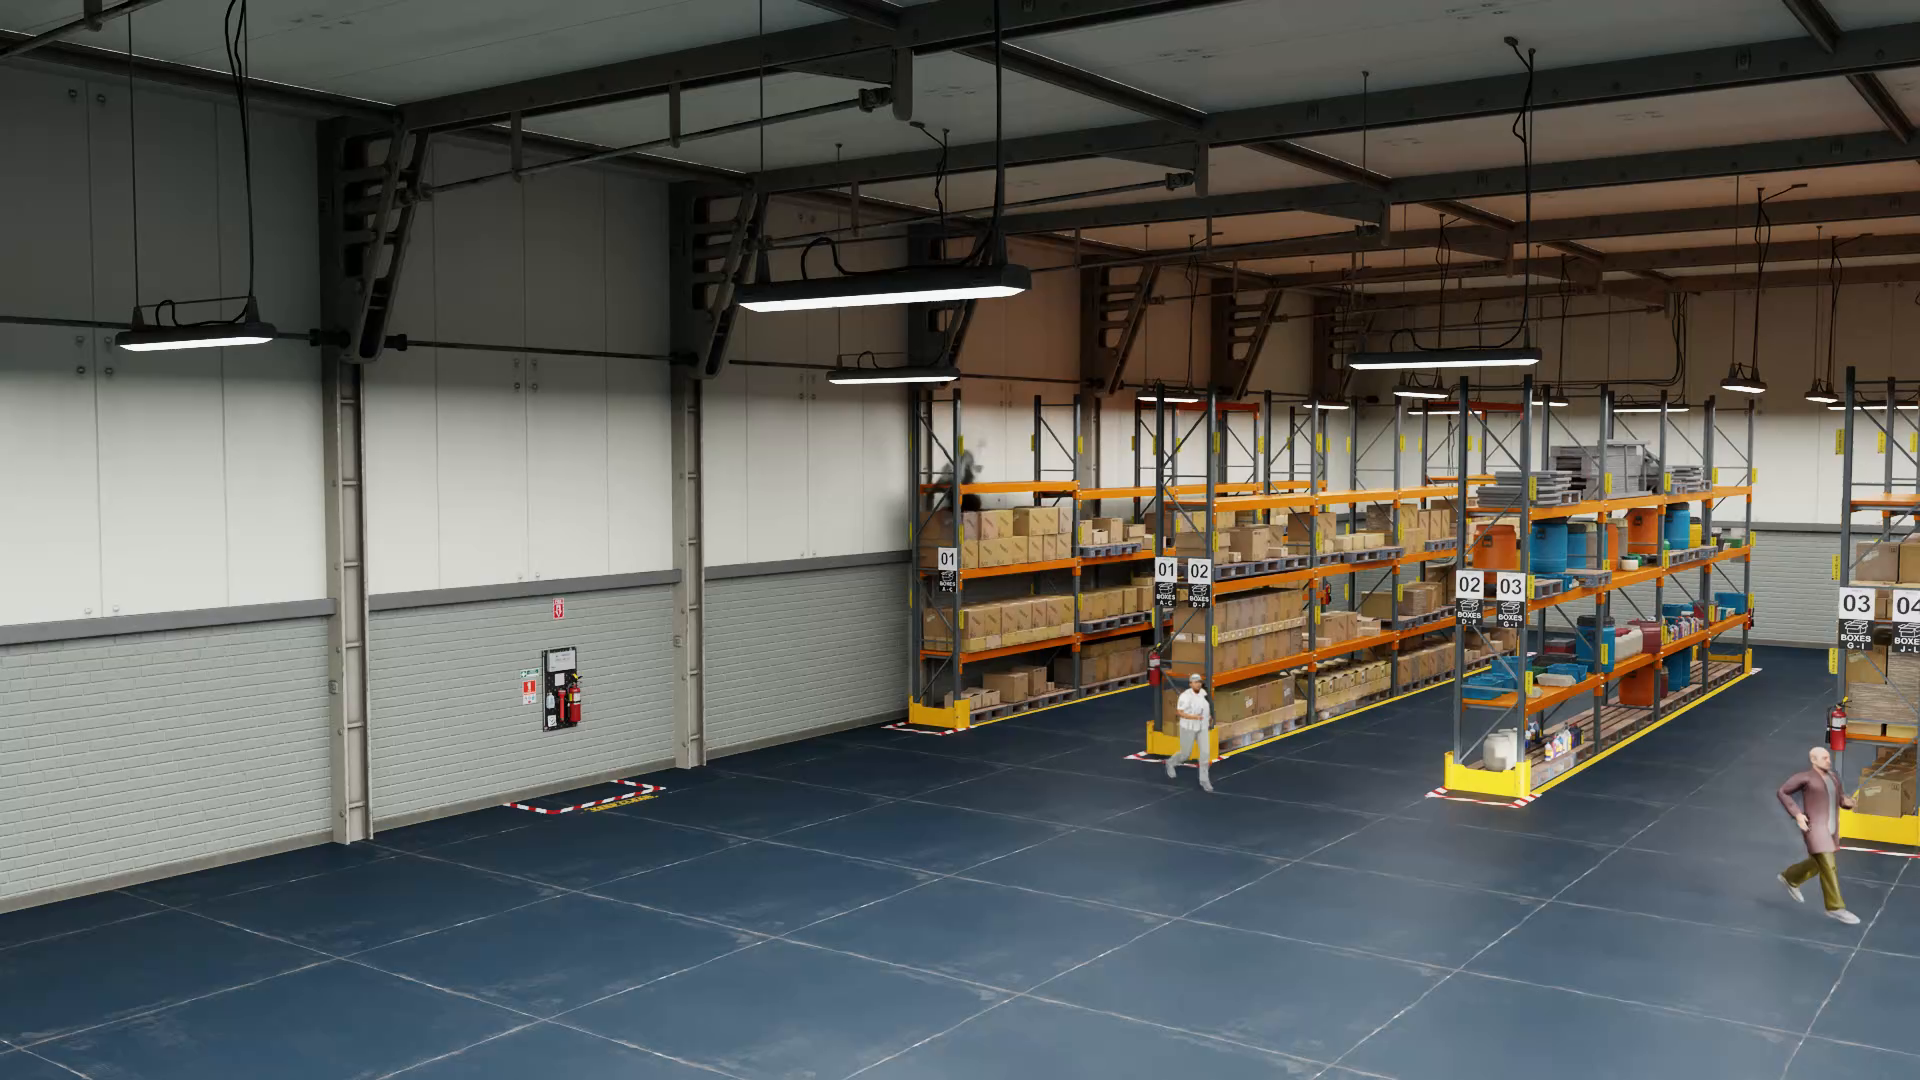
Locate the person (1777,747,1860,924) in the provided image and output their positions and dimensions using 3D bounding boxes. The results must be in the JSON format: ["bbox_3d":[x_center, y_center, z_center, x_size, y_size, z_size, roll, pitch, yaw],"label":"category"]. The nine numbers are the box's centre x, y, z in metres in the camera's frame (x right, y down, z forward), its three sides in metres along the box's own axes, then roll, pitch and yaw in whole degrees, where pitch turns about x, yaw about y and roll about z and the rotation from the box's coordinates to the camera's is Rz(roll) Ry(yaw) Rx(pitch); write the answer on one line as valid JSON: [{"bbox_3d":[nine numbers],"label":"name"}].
[{"bbox_3d":[9.124,3.079,17.653,0.703,1.759,1.054,-2,4,-26],"label":"person"}]

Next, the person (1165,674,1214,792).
[{"bbox_3d":[3.416,2.794,24.403,0.615,1.669,0.928,-1,4,-24],"label":"person"}]
